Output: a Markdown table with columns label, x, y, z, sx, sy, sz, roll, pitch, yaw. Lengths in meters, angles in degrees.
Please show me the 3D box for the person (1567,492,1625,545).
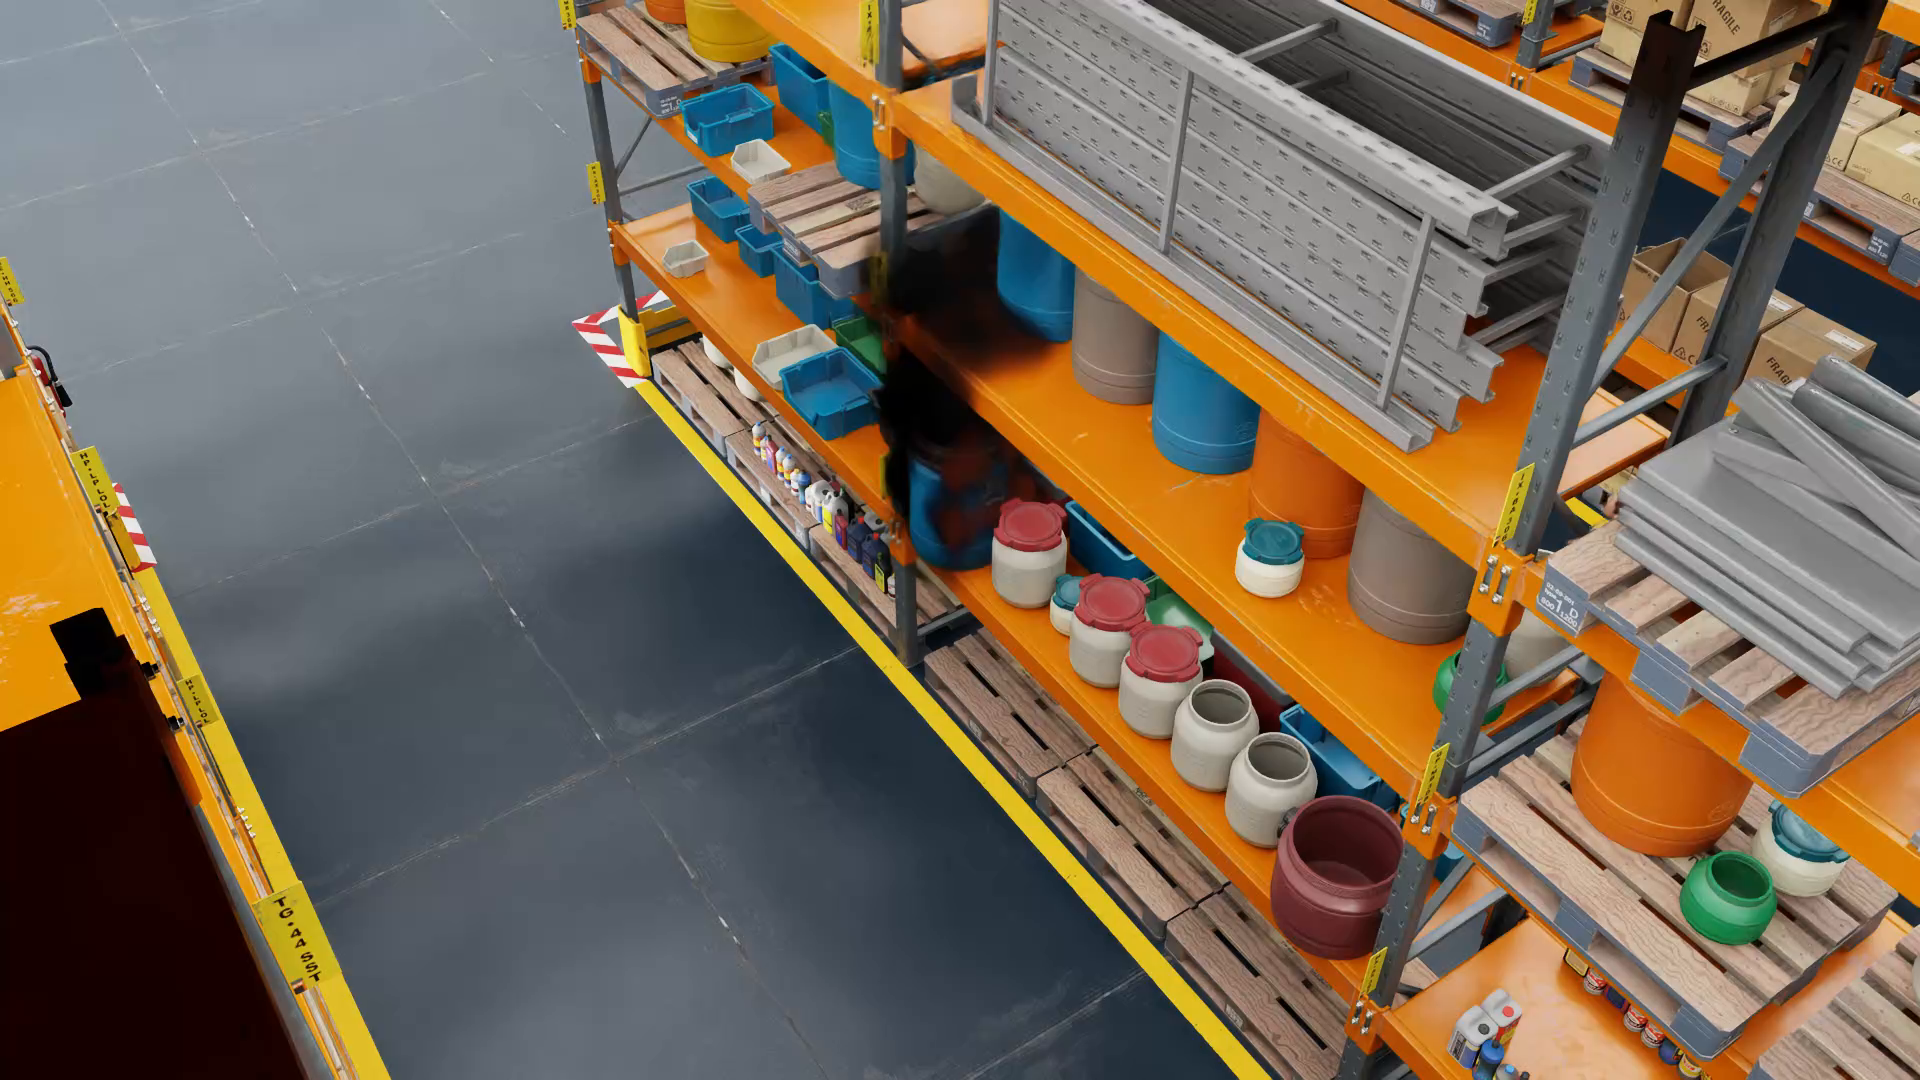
| label | x | y | z | sx | sy | sz | roll | pitch | yaw |
| --- | --- | --- | --- | --- | --- | --- | --- | --- | --- |
| person | 3.705 | 0.329 | 9.769 | 0.593 | 1.639 | 0.894 | -34 | 52 | -31 |
